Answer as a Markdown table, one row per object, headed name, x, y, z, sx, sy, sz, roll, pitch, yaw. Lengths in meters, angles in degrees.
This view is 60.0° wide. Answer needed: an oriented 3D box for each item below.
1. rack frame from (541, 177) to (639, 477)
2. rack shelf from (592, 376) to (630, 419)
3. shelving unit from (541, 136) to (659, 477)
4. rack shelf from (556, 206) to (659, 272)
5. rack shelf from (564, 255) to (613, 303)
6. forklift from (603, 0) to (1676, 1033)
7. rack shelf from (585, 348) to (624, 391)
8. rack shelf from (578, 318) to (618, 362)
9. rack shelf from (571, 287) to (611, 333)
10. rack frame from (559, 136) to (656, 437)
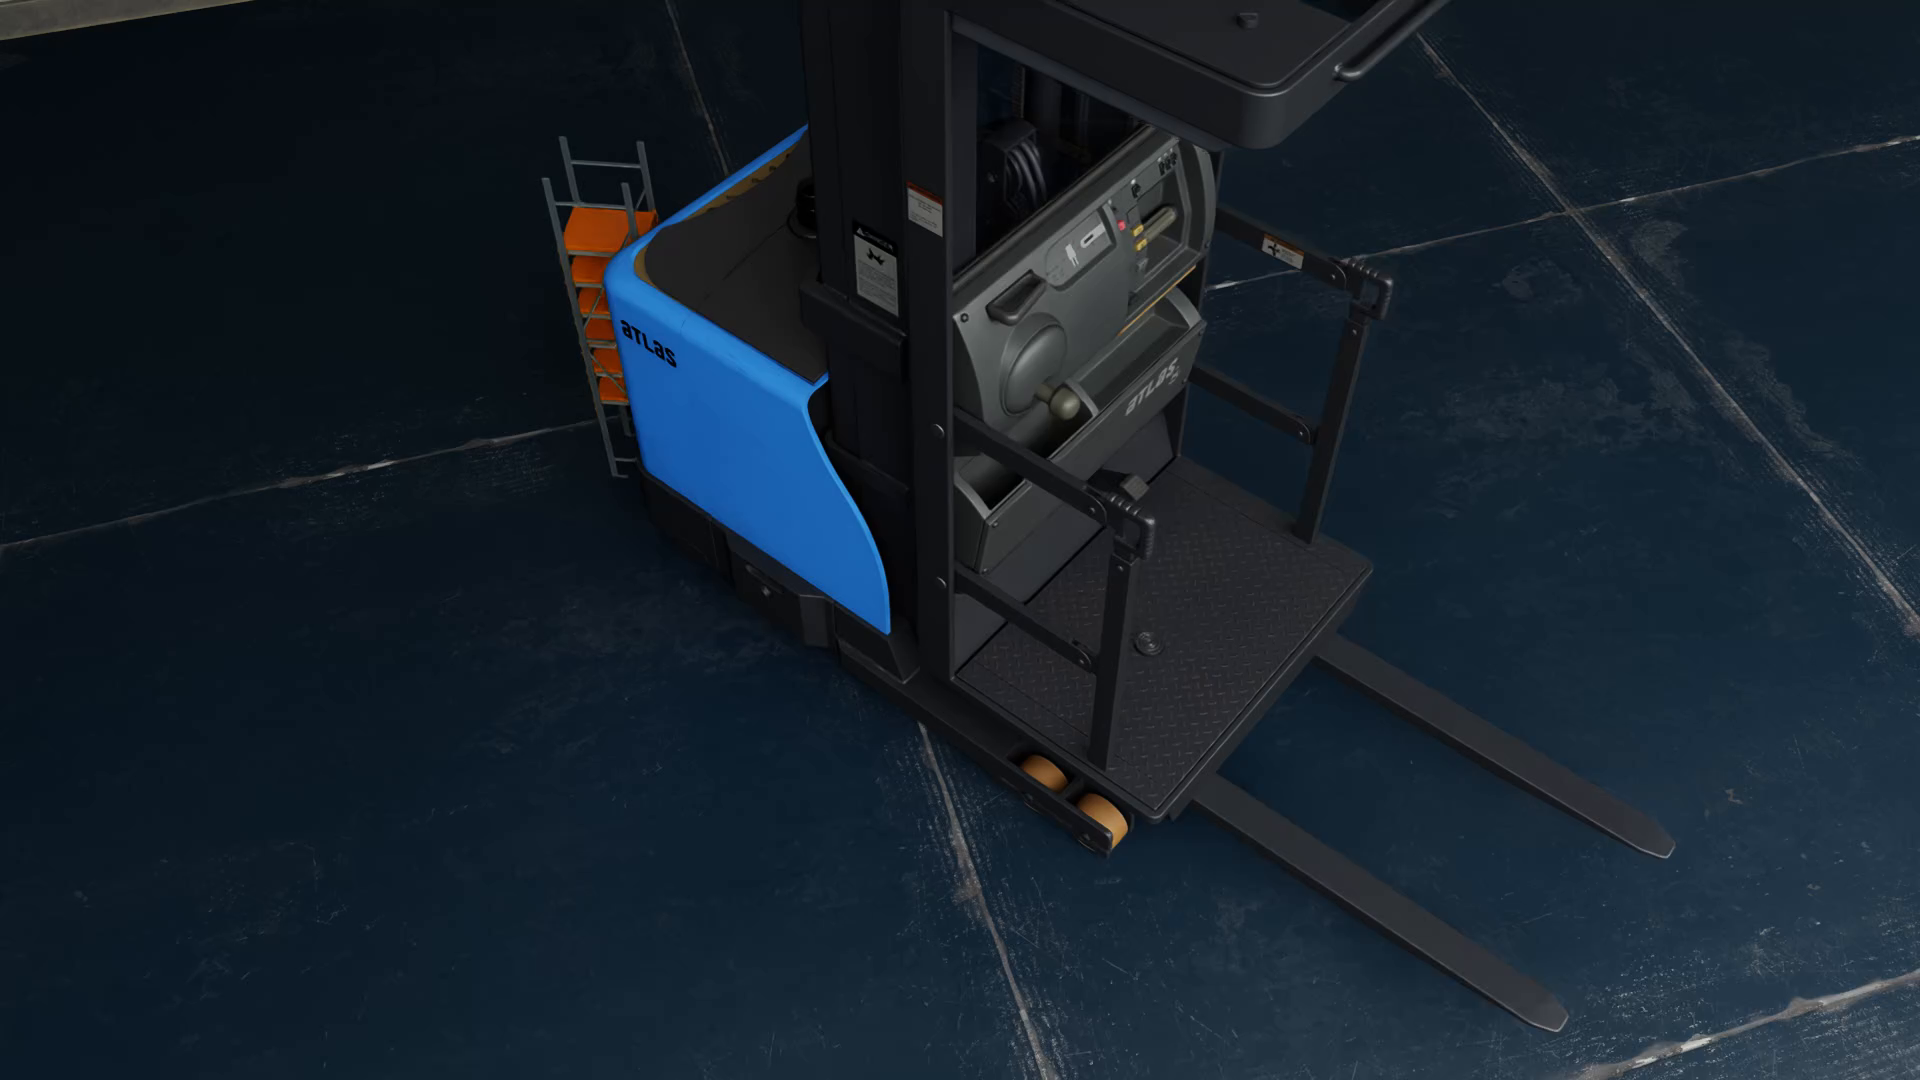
| name | x | y | z | sx | sy | sz | roll | pitch | yaw |
| --- | --- | --- | --- | --- | --- | --- | --- | --- | --- |
| rack frame | -1.015 | -0.587 | 4.960 | 0.240 | 1.200 | 0.006 | 4 | 50 | 4 |
| rack shelf | -1.006 | -0.474 | 5.236 | 0.258 | 0.103 | 0.180 | 4 | 50 | 4 |
| shelving unit | -1.006 | -0.657 | 5.019 | 0.258 | 1.200 | 0.189 | 4 | 50 | 4 |
| rack shelf | -1.006 | -0.860 | 4.777 | 0.258 | 0.103 | 0.180 | 4 | 50 | 4 |
| rack shelf | -1.006 | -0.783 | 4.869 | 0.258 | 0.103 | 0.180 | 4 | 50 | 4 |
| forklift | 0.473 | -0.558 | 3.804 | 3.031 | 2.935 | 1.130 | 32 | 57 | 24 |
| rack shelf | -1.006 | -0.551 | 5.144 | 0.258 | 0.103 | 0.180 | 4 | 50 | 4 |
| rack shelf | -1.006 | -0.628 | 5.053 | 0.258 | 0.103 | 0.180 | 4 | 50 | 4 |
| rack shelf | -1.006 | -0.705 | 4.961 | 0.258 | 0.103 | 0.180 | 4 | 50 | 4 |
| rack frame | -0.997 | -0.726 | 5.077 | 0.240 | 1.200 | 0.006 | 4 | 50 | 4 |
